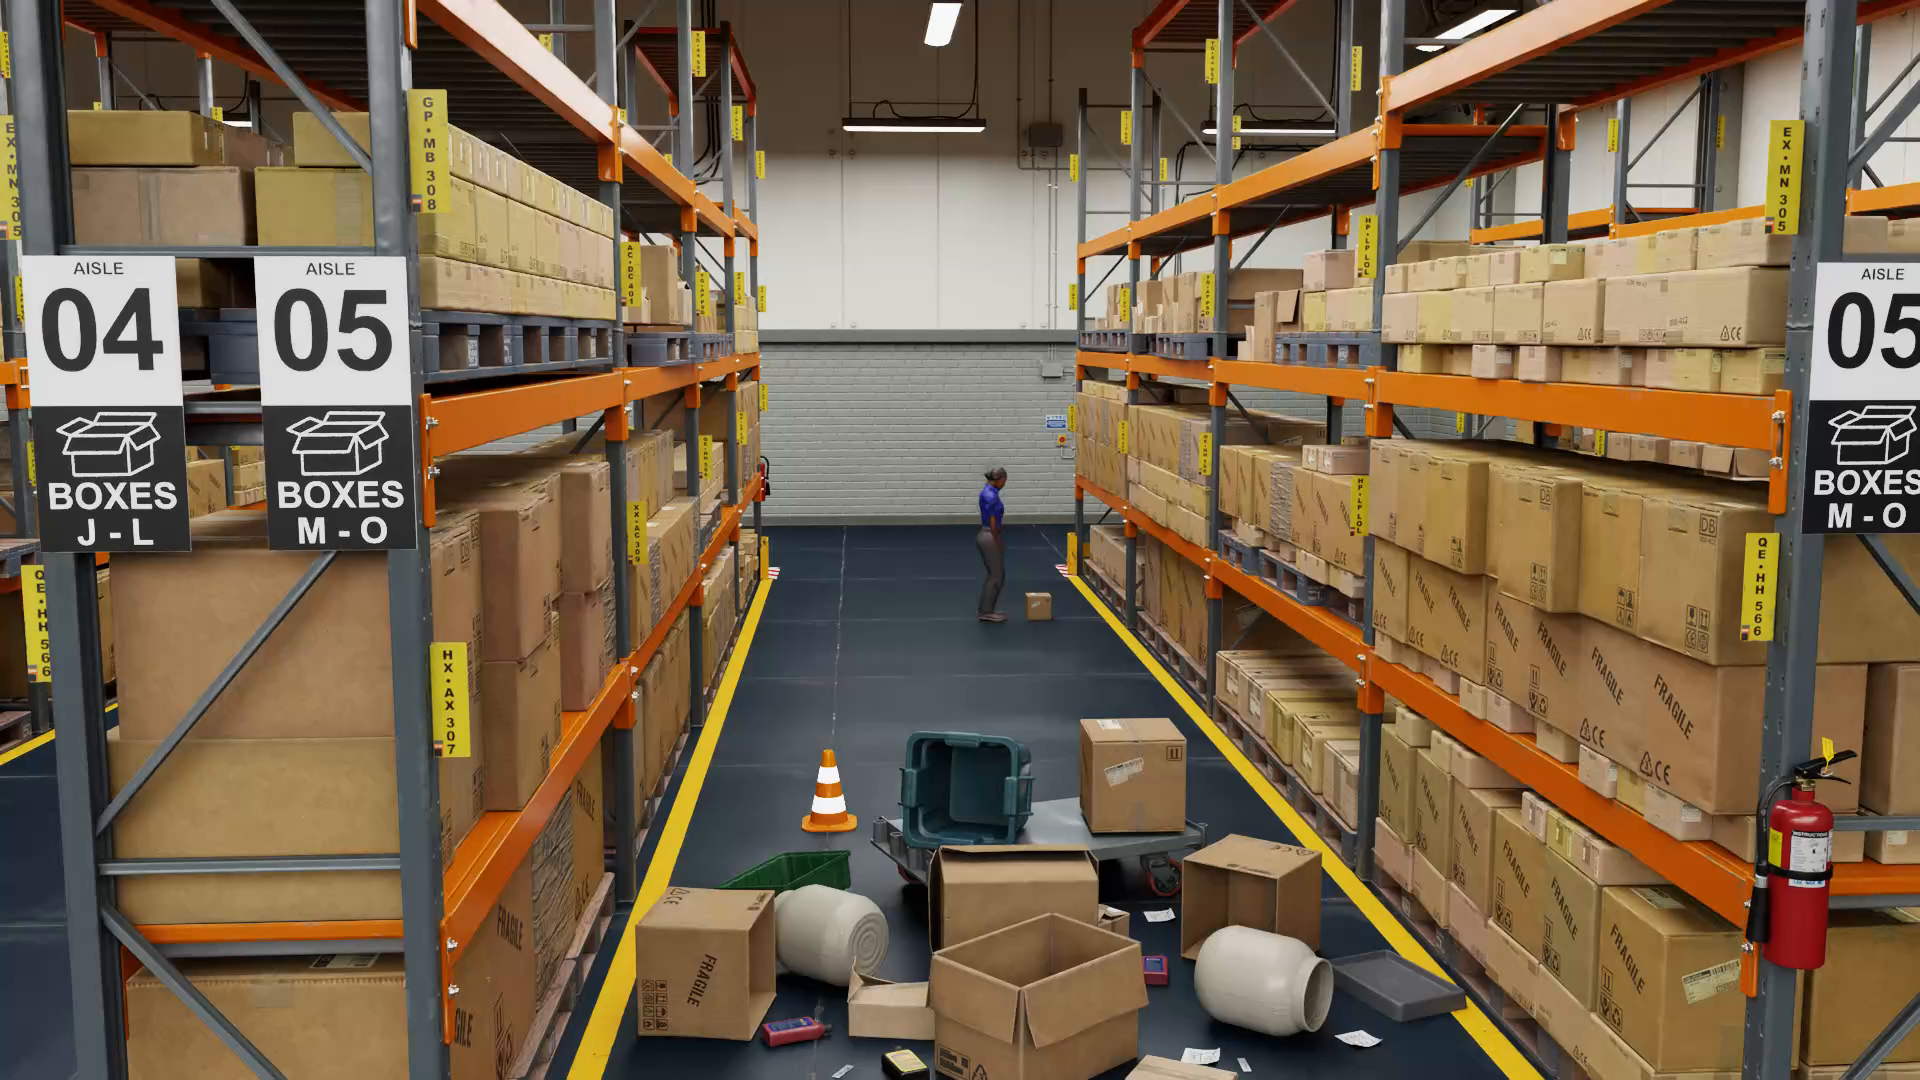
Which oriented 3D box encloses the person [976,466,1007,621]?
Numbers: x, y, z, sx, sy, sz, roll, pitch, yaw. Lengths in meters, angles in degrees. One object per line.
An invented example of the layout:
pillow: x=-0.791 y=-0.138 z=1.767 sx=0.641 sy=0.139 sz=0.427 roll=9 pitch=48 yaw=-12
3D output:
person: x=0.337 y=0.031 z=17.677 sx=0.337 sy=1.631 sz=0.448 roll=0 pitch=7 yaw=-2
